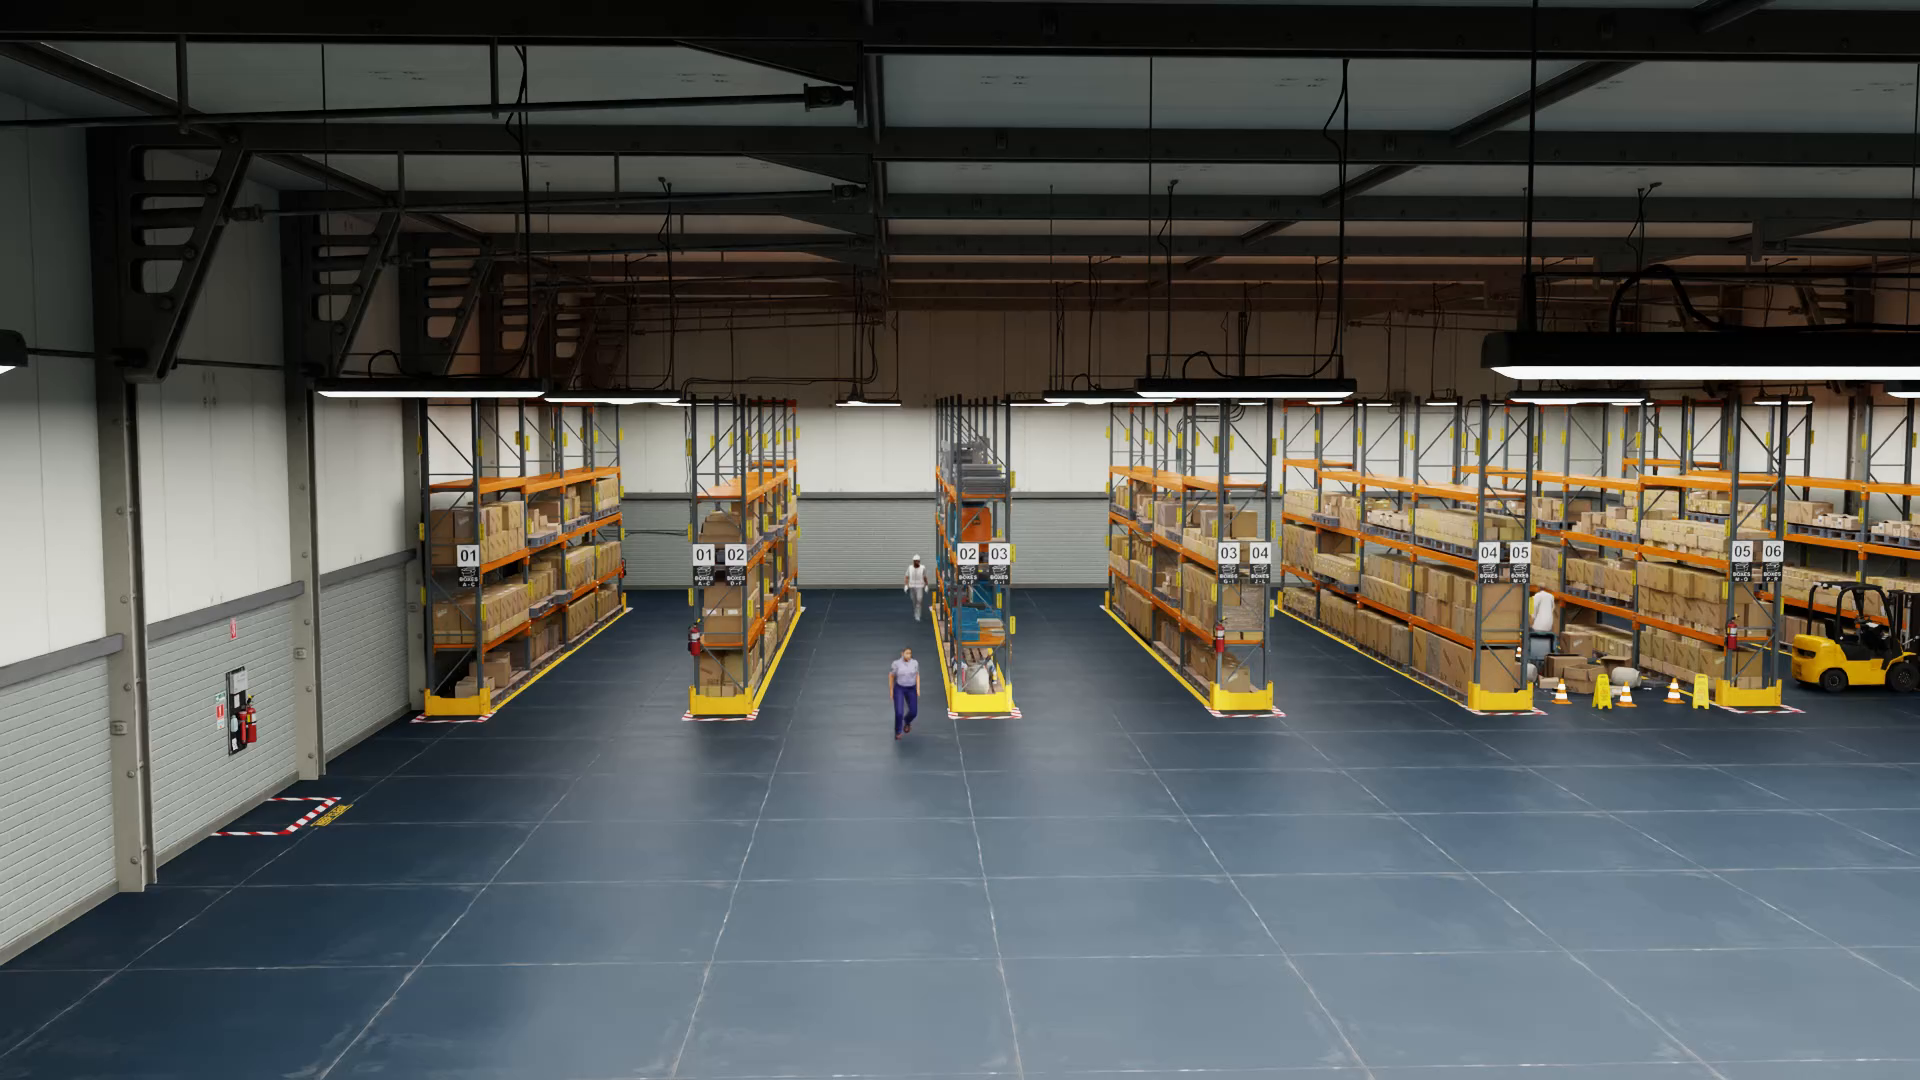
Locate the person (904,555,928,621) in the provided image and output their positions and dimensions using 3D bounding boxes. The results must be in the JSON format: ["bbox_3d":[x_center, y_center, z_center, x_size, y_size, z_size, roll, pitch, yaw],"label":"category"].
[{"bbox_3d":[-1.216,1.282,45.062,0.587,1.723,0.980,1,5,15],"label":"person"}]

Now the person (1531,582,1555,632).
[{"bbox_3d":[13.547,1.847,38.477,0.649,1.708,0.805,-1,5,-15],"label":"person"}]

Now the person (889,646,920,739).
[{"bbox_3d":[-0.990,2.637,29.048,0.527,1.625,0.567,-1,5,-17],"label":"person"}]
